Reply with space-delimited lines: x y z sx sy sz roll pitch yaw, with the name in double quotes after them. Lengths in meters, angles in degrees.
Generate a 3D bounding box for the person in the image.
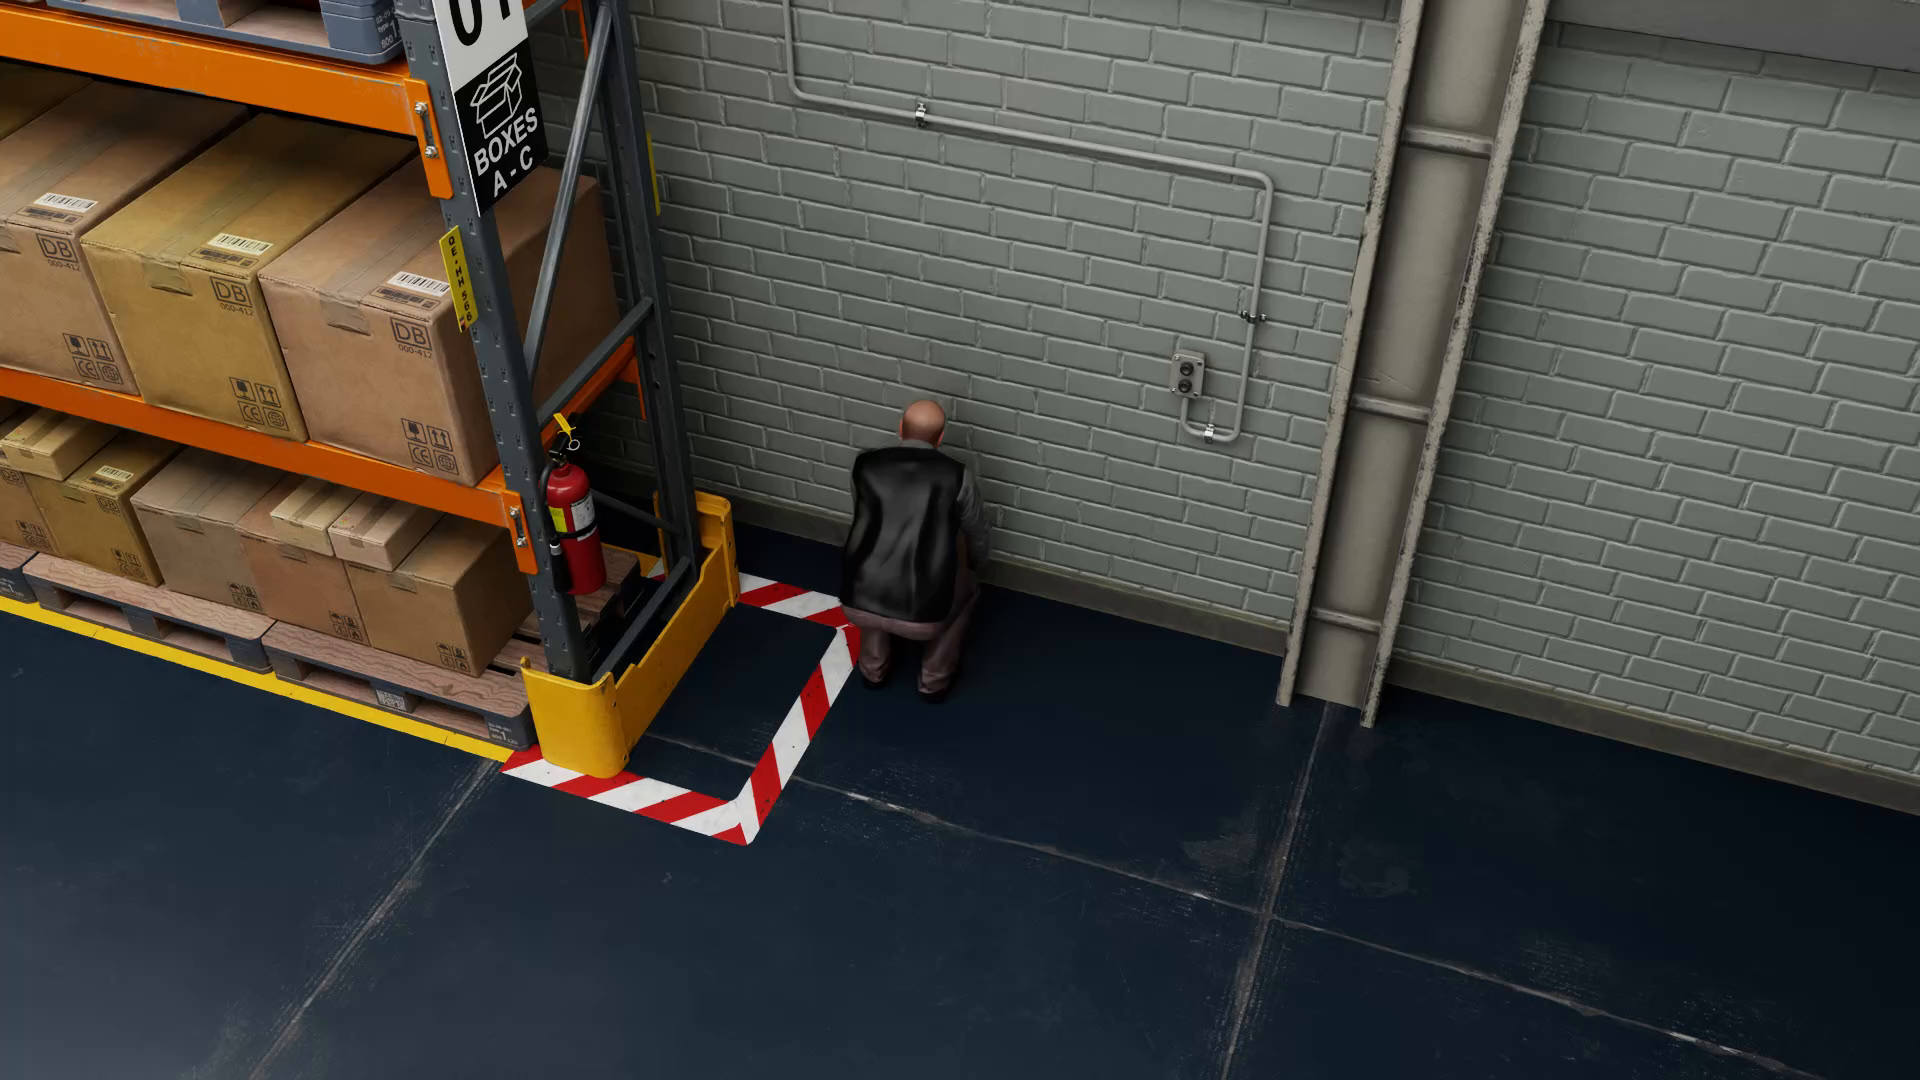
-0.211 0.110 6.601 0.558 1.003 0.831 12 43 13 "person"
